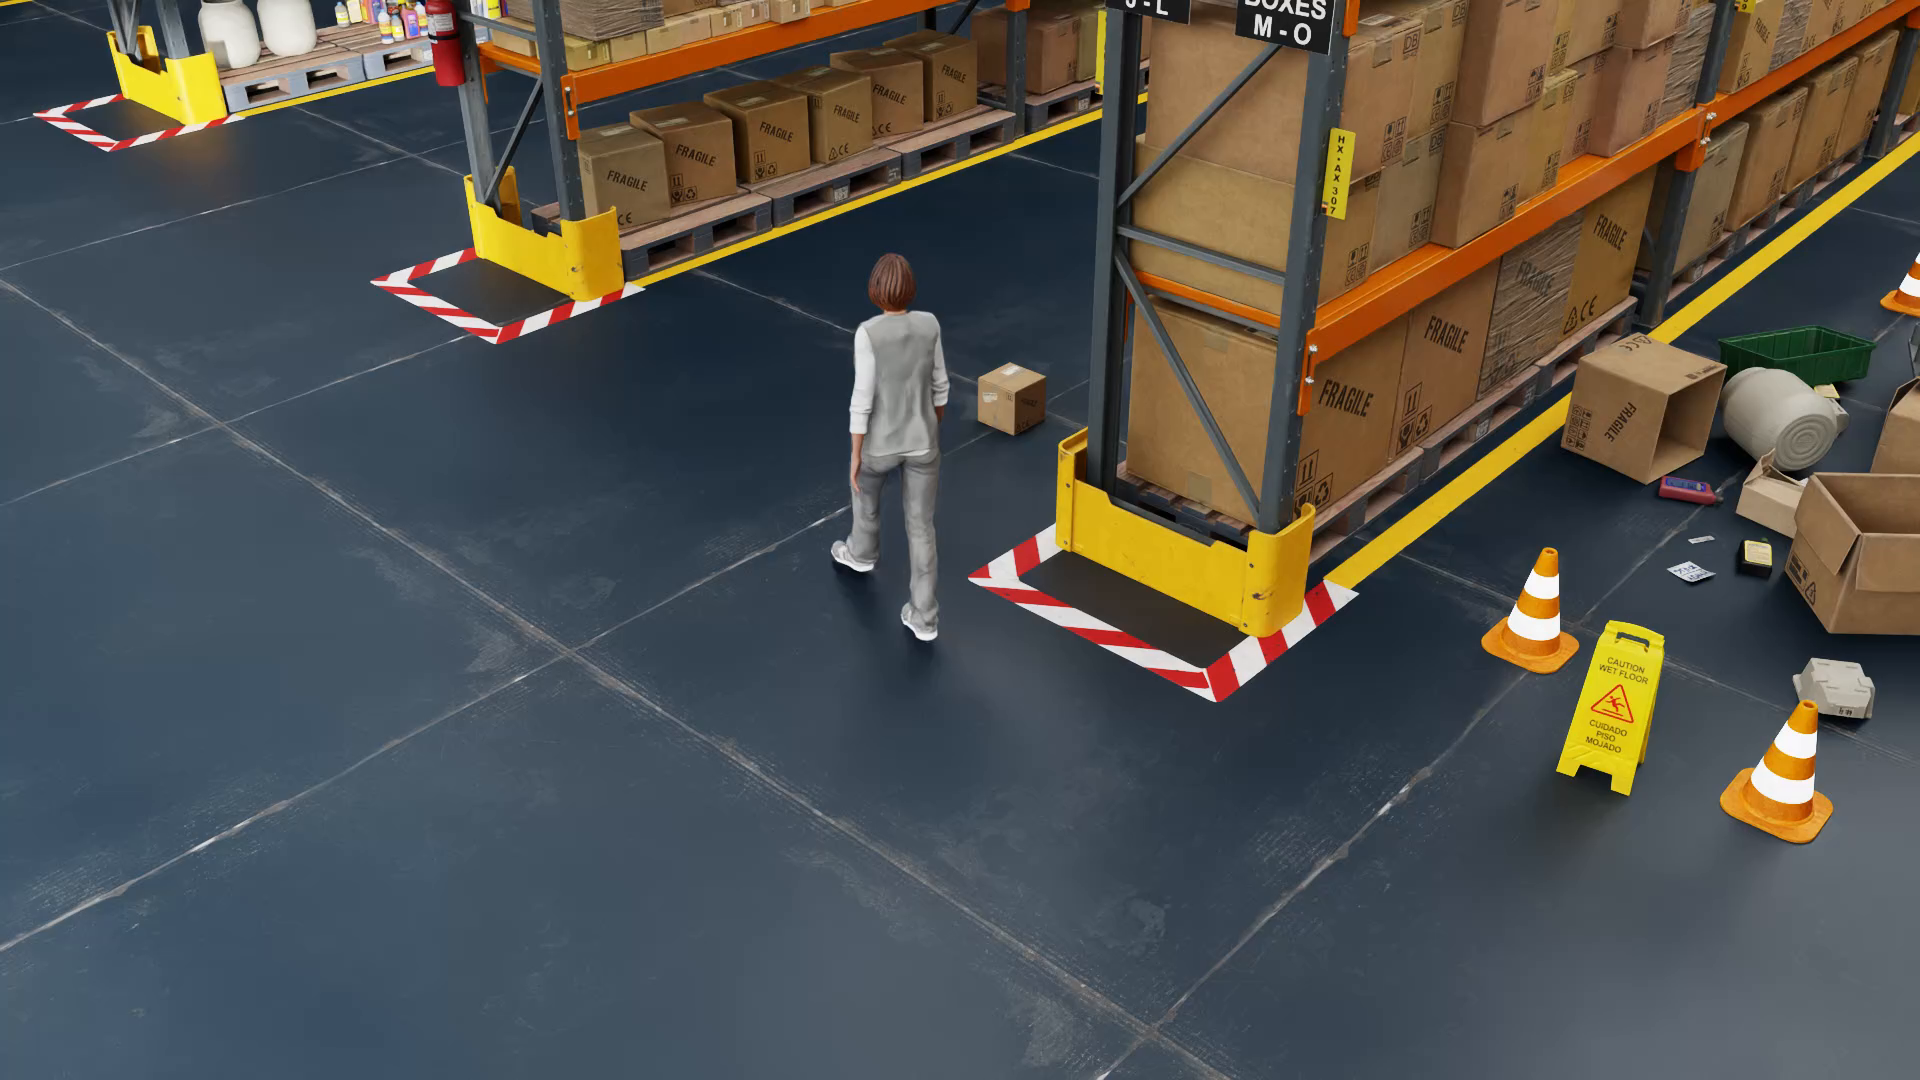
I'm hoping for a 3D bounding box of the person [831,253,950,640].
[{"bbox_3d":[-0.268,-0.422,6.813,0.469,1.545,0.870,-10,33,-15],"label":"person"}]
